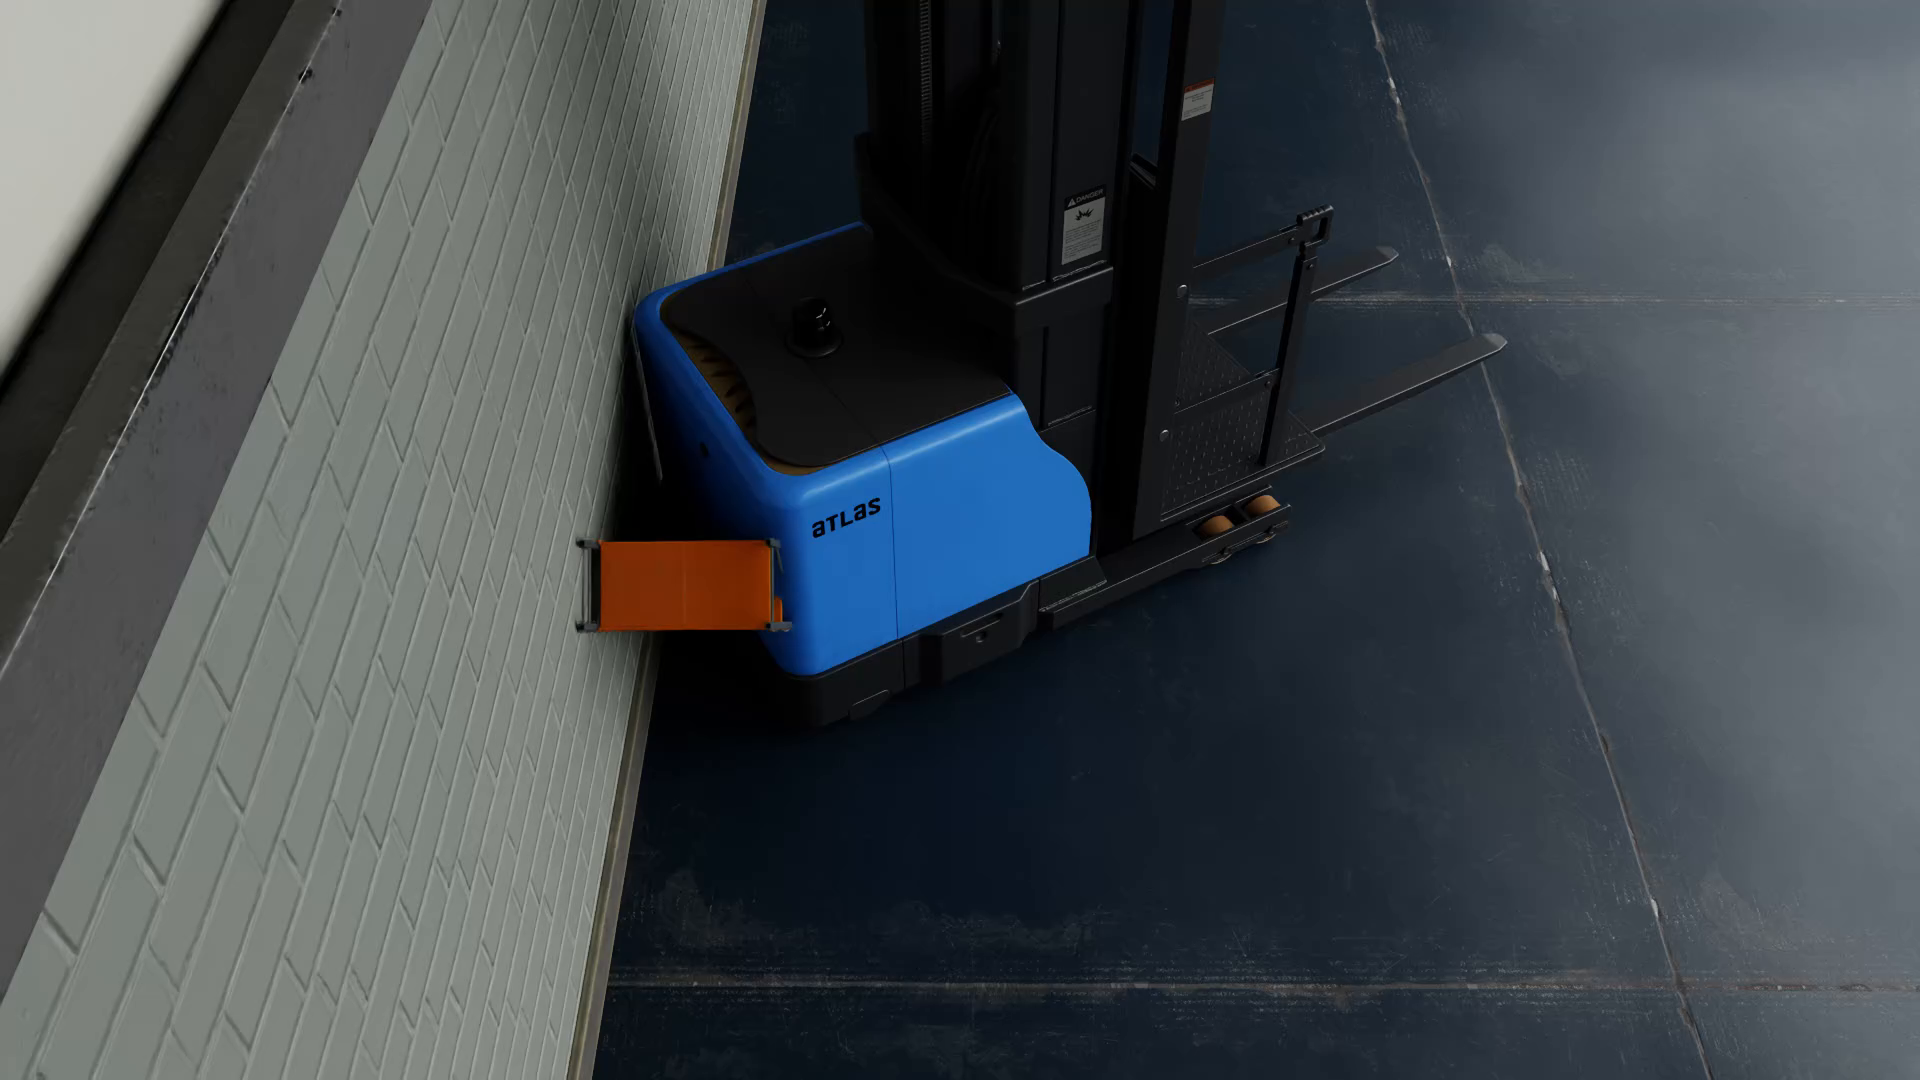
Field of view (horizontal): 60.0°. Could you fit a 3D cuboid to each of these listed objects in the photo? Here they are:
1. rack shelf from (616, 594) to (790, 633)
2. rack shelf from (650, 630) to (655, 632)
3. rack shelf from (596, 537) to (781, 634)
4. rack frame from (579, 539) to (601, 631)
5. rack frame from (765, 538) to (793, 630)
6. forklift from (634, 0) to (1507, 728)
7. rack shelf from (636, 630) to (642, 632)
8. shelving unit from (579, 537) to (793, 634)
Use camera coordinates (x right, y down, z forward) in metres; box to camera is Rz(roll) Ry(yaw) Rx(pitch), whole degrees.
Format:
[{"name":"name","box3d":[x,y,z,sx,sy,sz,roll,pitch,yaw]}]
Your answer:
[{"name":"rack shelf","box3d":[-0.733,0.136,4.779,0.480,0.148,0.258,0,87,1]},{"name":"rack shelf","box3d":[-0.722,0.155,5.201,0.480,0.148,0.258,0,87,1]},{"name":"rack shelf","box3d":[-0.739,0.125,4.543,0.480,0.148,0.258,0,87,1]},{"name":"rack frame","box3d":[-0.973,0.145,4.942,0.015,1.200,0.240,0,87,1]},{"name":"rack frame","box3d":[-0.485,0.141,4.929,0.015,1.200,0.240,0,87,1]},{"name":"forklift","box3d":[0.544,-1.230,4.892,3.031,2.935,1.130,-23,51,-20]},{"name":"rack shelf","box3d":[-0.727,0.146,5.003,0.480,0.148,0.258,0,87,1]},{"name":"shelving unit","box3d":[-0.729,0.143,4.935,0.503,1.200,0.258,0,87,1]}]
